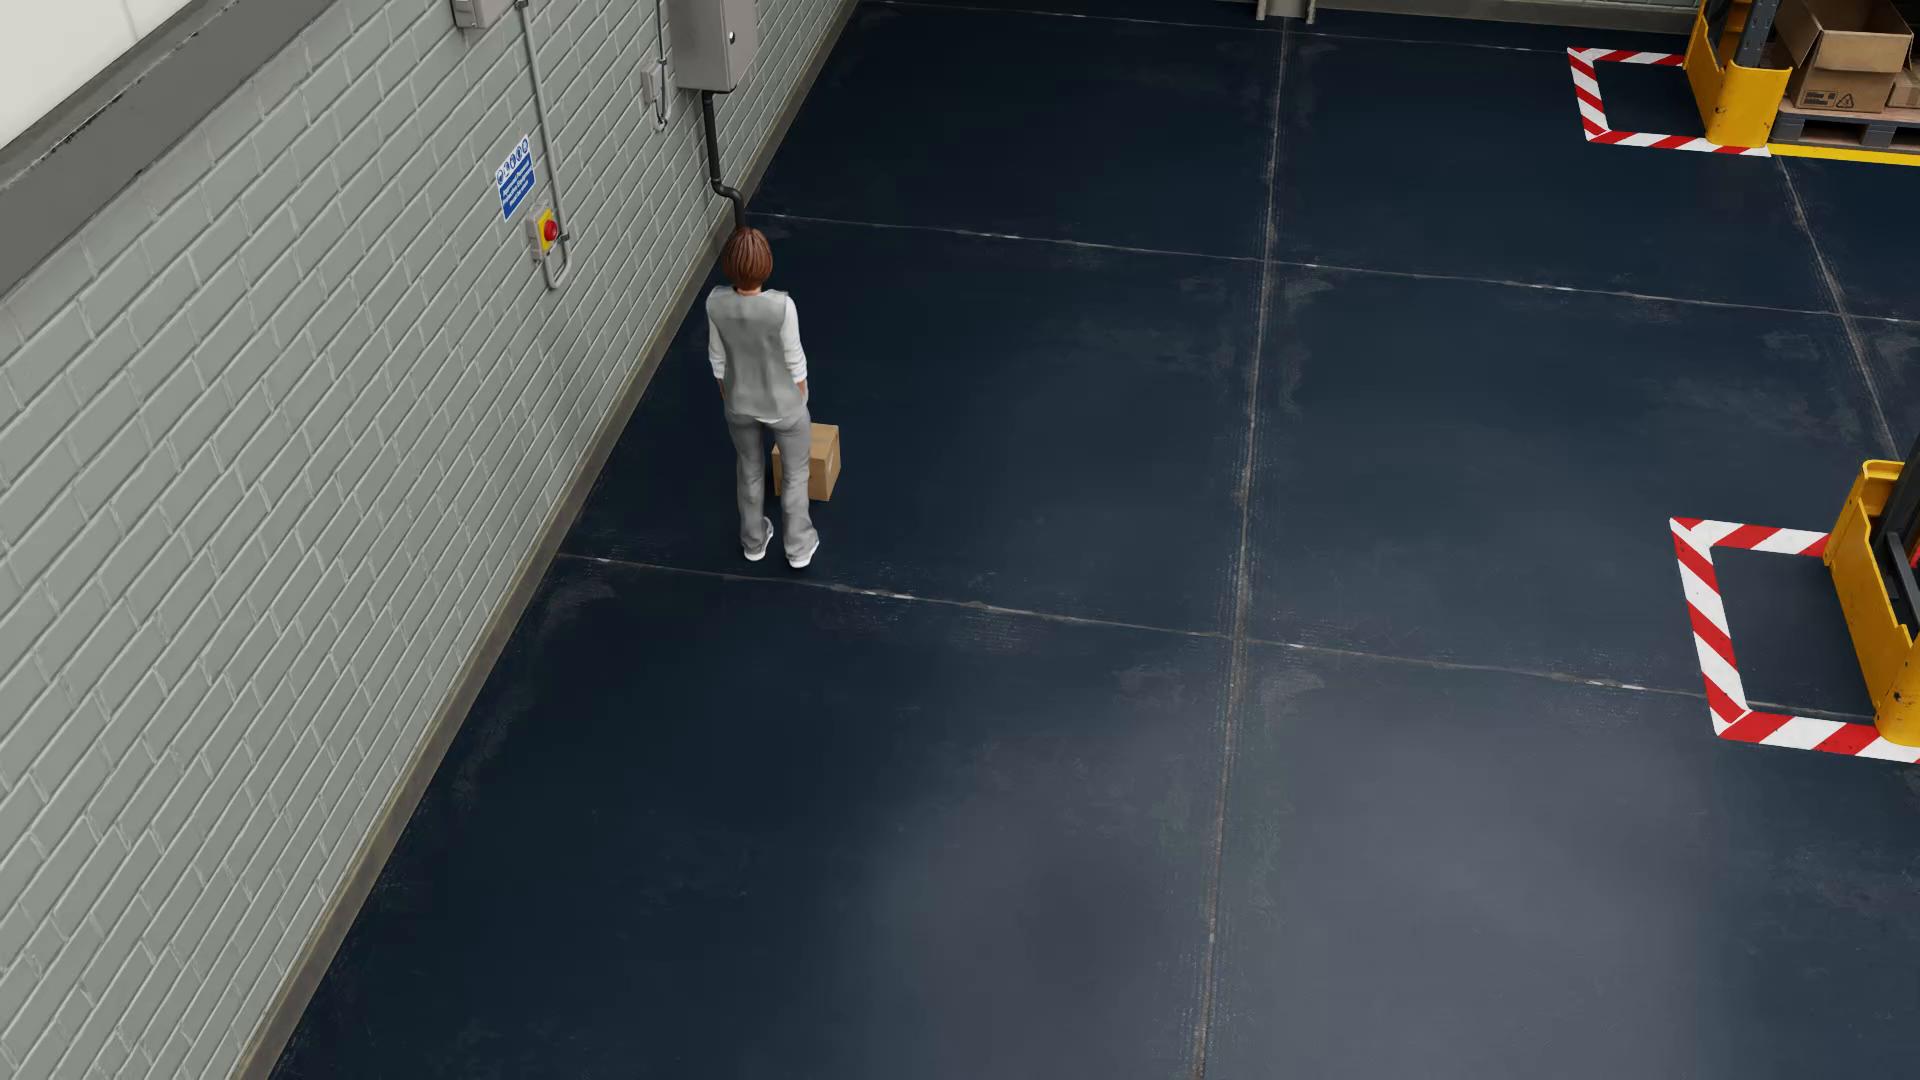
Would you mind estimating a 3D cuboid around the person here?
[{"bbox_3d":[-0.813,-0.561,6.820,0.407,1.595,0.303,7,42,8],"label":"person"}]
